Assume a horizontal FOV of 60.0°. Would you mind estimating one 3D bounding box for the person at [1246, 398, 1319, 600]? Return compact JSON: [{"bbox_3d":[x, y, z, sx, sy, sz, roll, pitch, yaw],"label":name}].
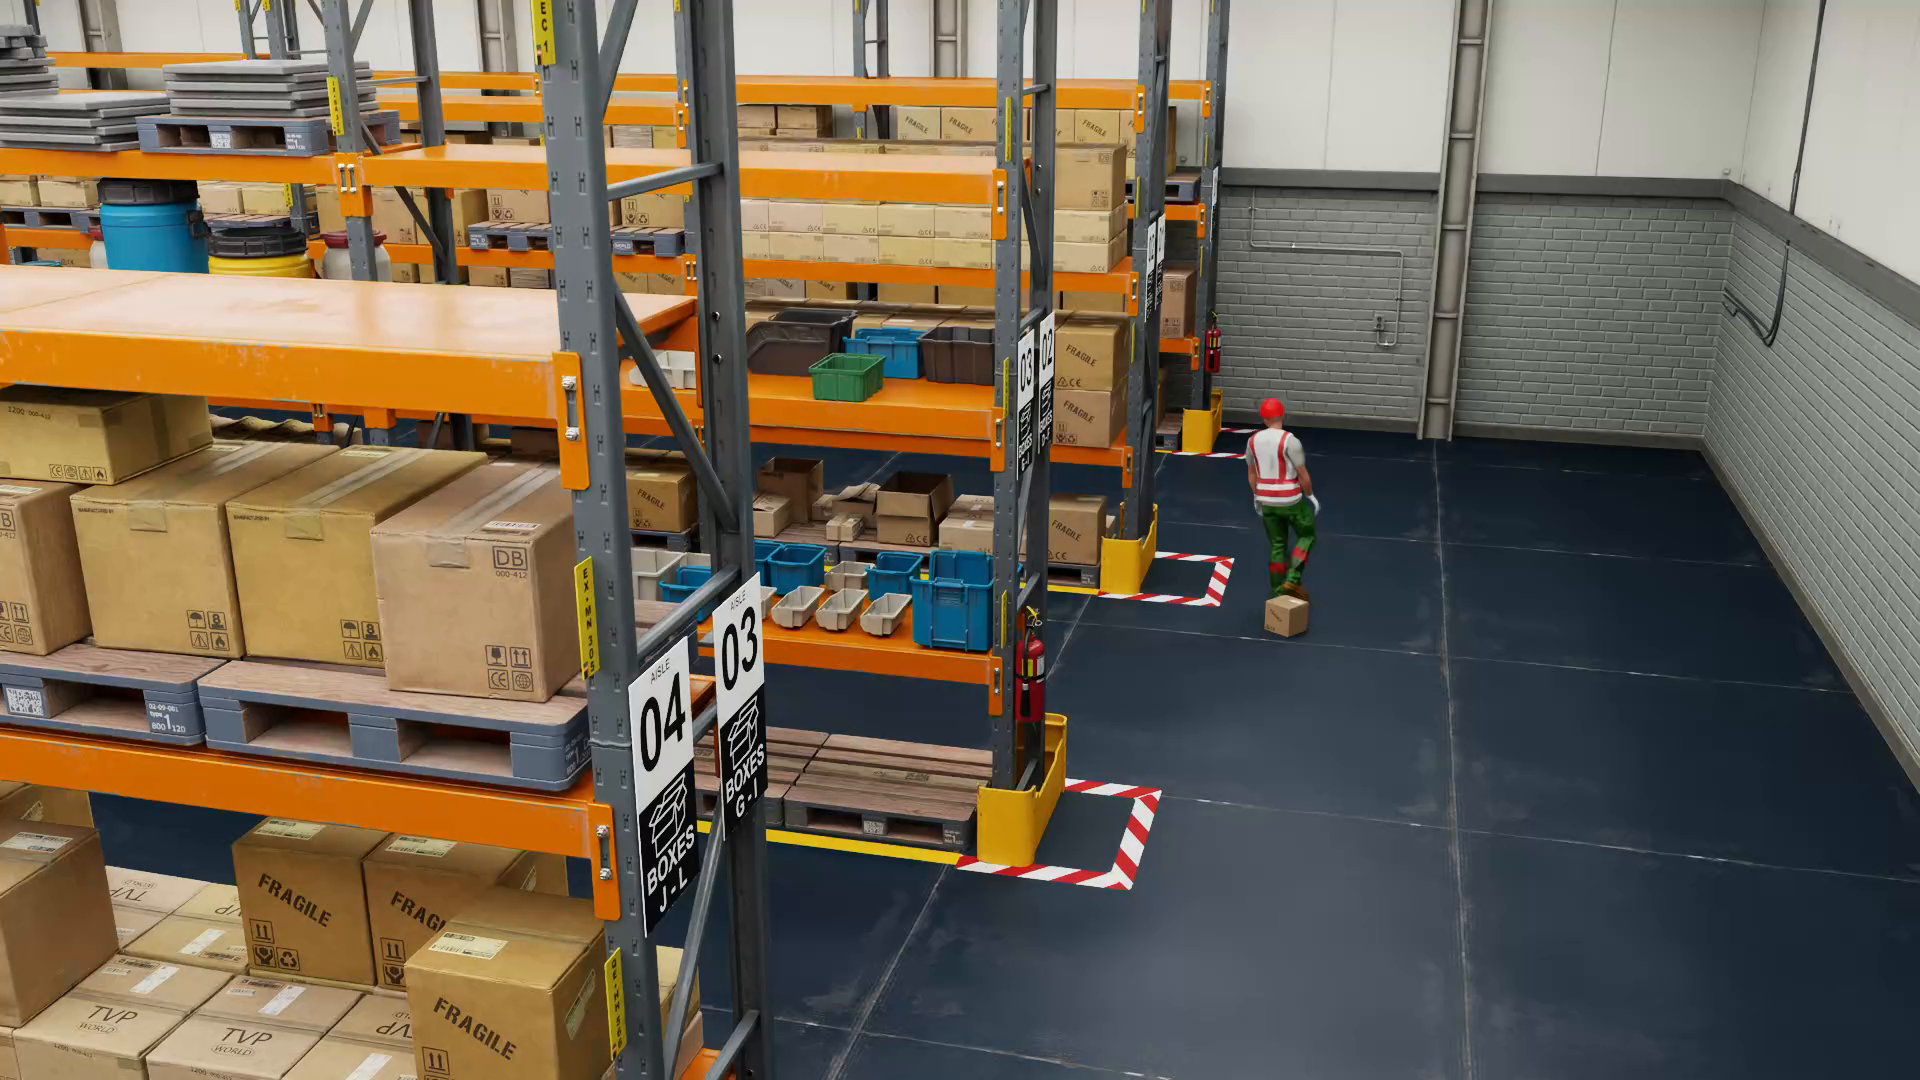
[{"bbox_3d":[2.758,-0.332,14.196,0.438,1.774,0.658,-17,25,-42],"label":"person"}]
